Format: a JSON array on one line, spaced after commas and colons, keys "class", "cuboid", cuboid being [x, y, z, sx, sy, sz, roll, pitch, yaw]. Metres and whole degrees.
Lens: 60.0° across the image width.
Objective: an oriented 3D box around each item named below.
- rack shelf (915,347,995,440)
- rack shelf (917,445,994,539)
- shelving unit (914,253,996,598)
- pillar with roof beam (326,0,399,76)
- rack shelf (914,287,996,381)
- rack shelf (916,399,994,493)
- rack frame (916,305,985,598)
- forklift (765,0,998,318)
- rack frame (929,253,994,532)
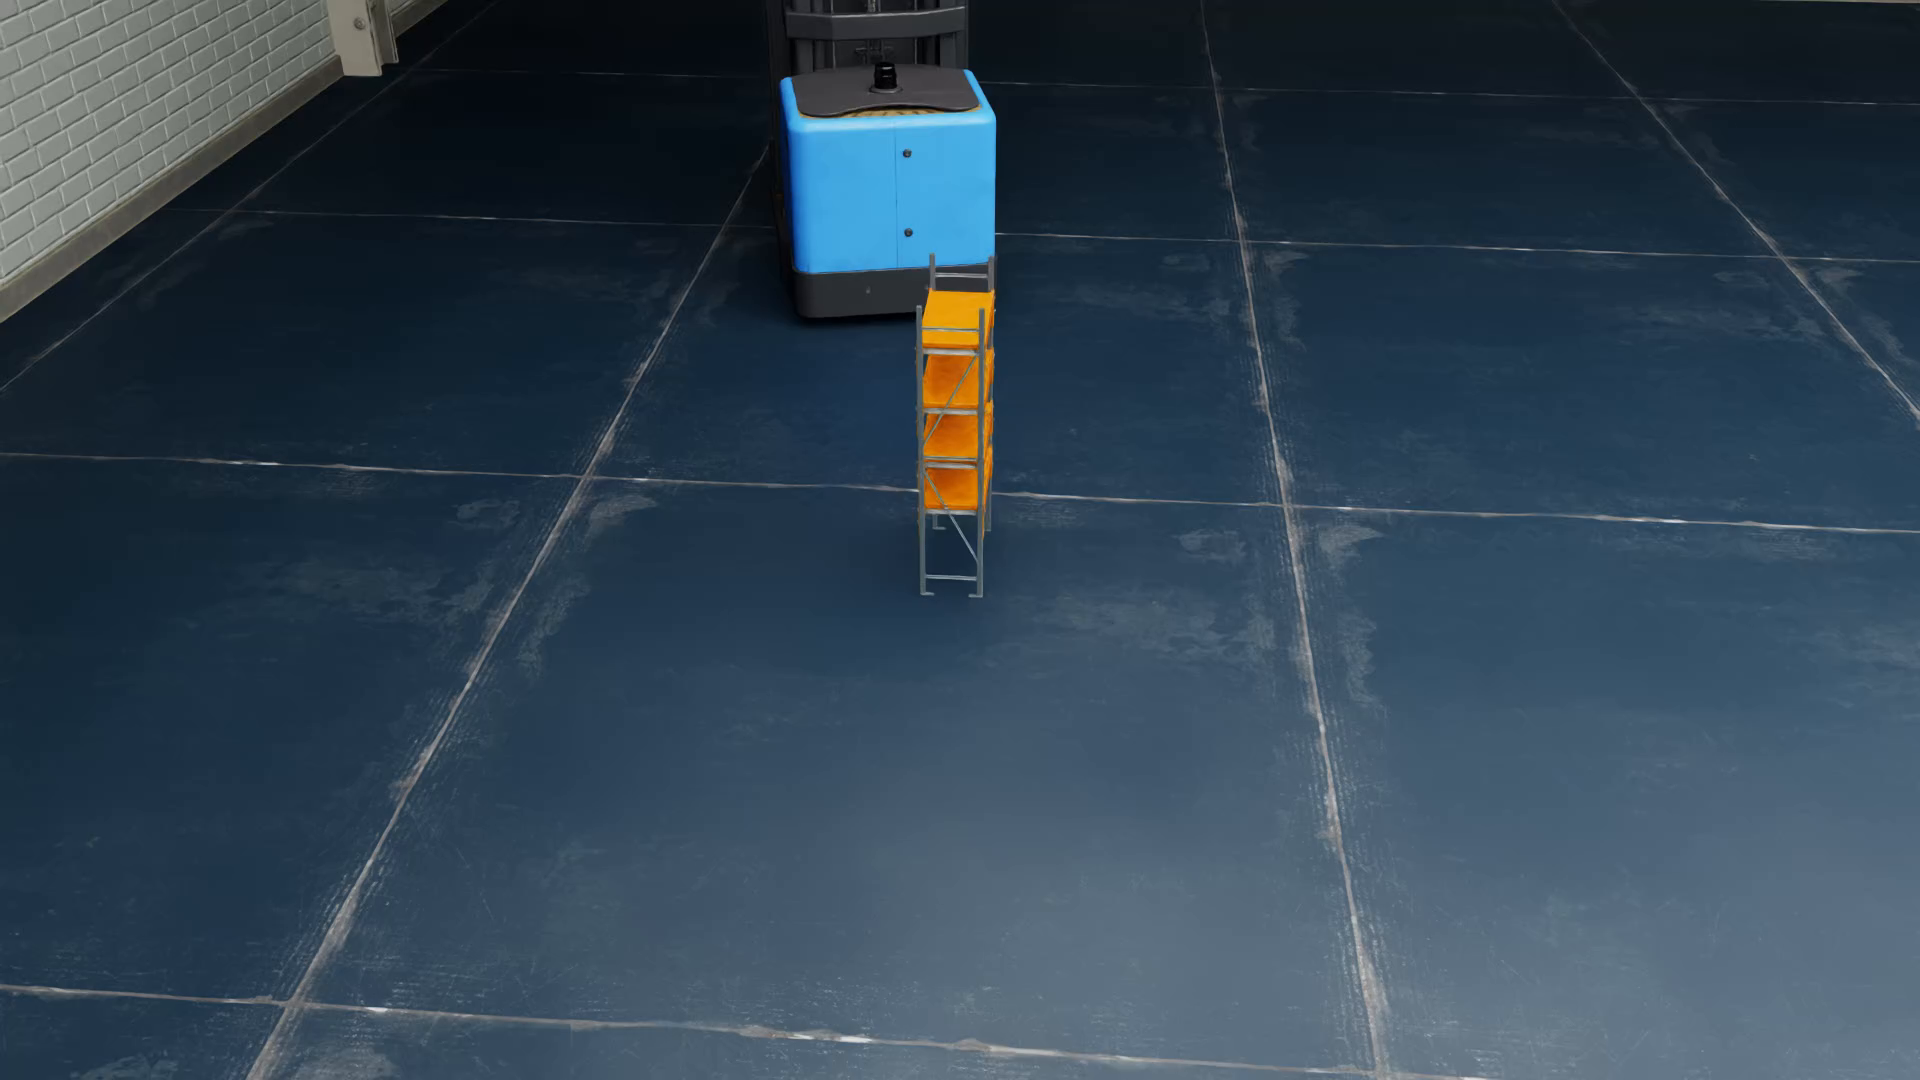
[{"class": "rack shelf", "cuboid": [-0.013, -0.557, 6.213, 0.258, 0.148, 0.480, 2, 32, 4]}, {"class": "rack shelf", "cuboid": [-0.013, -0.198, 6.434, 0.258, 0.148, 0.480, 2, 32, 4]}, {"class": "shelving unit", "cuboid": [-0.013, -0.424, 6.295, 0.258, 1.200, 0.503, 2, 32, 4]}, {"class": "pillar with roof beam", "cuboid": [-0.150, -7.198, 9.853, 9.100, 9.000, 0.400, 2, 32, 4]}, {"class": "rack shelf", "cuboid": [-0.013, -0.759, 6.089, 0.258, 0.148, 0.480, 2, 32, 4]}, {"class": "rack shelf", "cuboid": [-0.013, -0.367, 6.330, 0.258, 0.148, 0.480, 2, 32, 4]}, {"class": "rack frame", "cuboid": [-0.033, -0.297, 6.088, 0.240, 1.200, 0.015, 2, 32, 4]}, {"class": "forklift", "cuboid": [-0.535, -3.132, 9.038, 1.130, 2.935, 3.031, -4, 32, -7]}, {"class": "rack frame", "cuboid": [0.006, -0.552, 6.502, 0.240, 1.200, 0.015, 2, 32, 4]}]
